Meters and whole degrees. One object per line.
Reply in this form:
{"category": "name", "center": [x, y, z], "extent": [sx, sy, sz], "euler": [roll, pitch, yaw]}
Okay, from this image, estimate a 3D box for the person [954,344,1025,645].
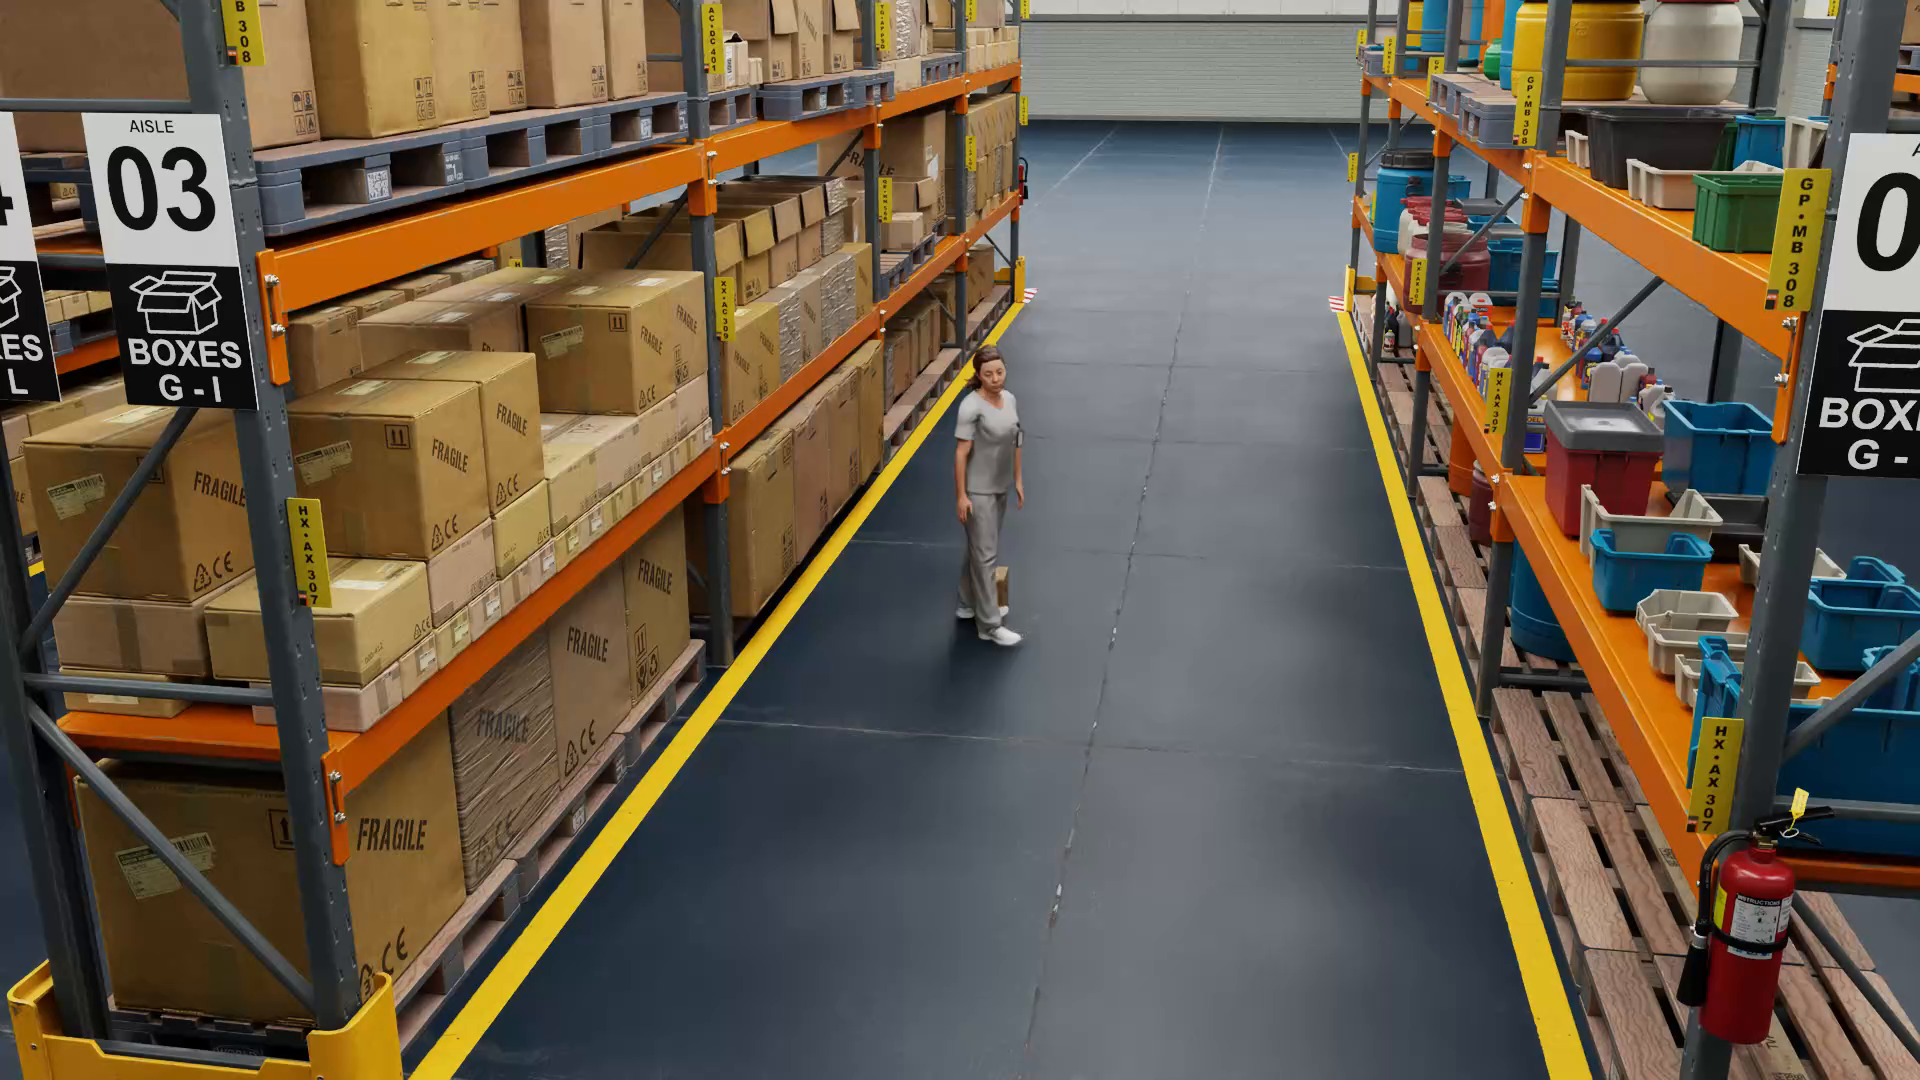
{"category": "person", "center": [0.175, -0.271, 9.326], "extent": [0.593, 1.666, 0.543], "euler": [12, 22, 33]}
